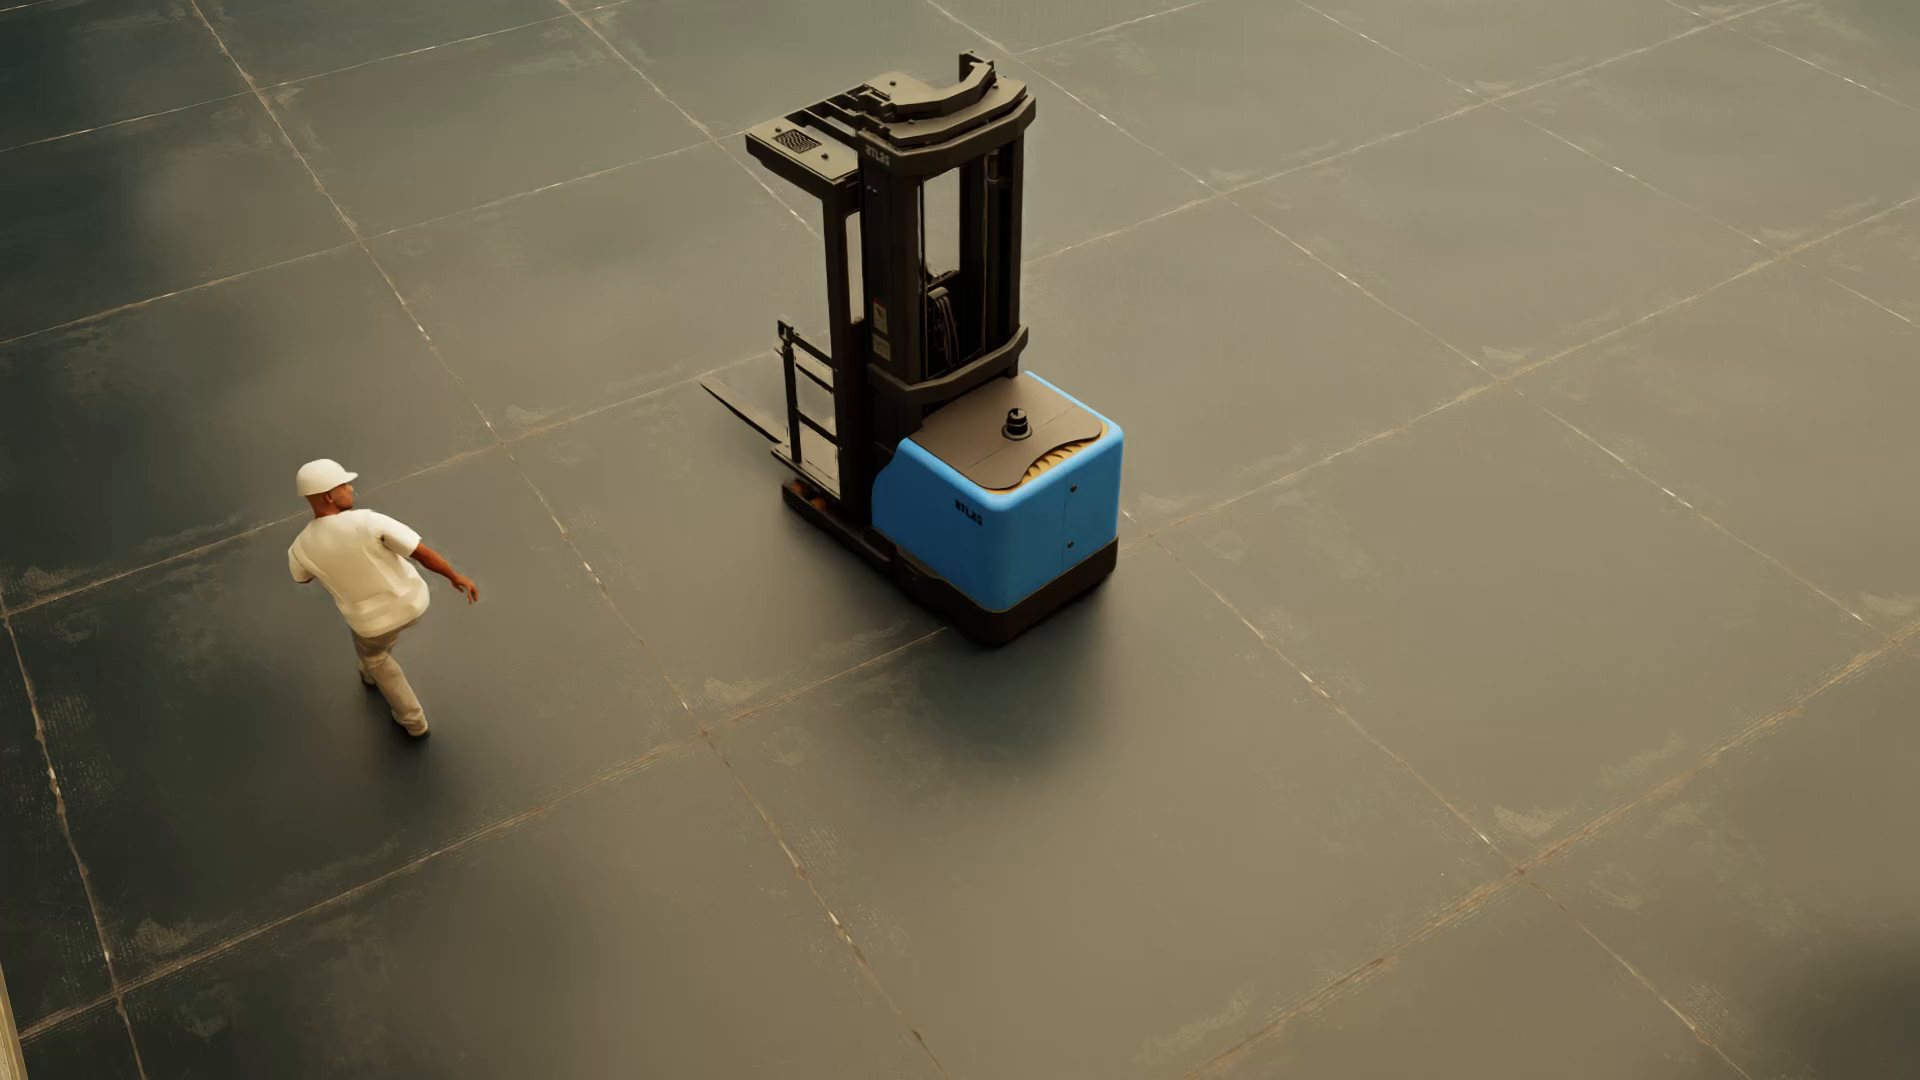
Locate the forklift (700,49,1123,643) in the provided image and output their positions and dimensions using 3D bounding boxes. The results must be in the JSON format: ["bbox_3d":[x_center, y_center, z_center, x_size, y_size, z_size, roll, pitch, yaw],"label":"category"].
[{"bbox_3d":[-0.448,-1.406,9.480,1.130,2.935,3.031,-31,50,-31],"label":"forklift"}]

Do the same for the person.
[{"bbox_3d":[-3.002,0.203,8.650,0.816,1.599,0.804,-19,45,-21],"label":"person"}]
